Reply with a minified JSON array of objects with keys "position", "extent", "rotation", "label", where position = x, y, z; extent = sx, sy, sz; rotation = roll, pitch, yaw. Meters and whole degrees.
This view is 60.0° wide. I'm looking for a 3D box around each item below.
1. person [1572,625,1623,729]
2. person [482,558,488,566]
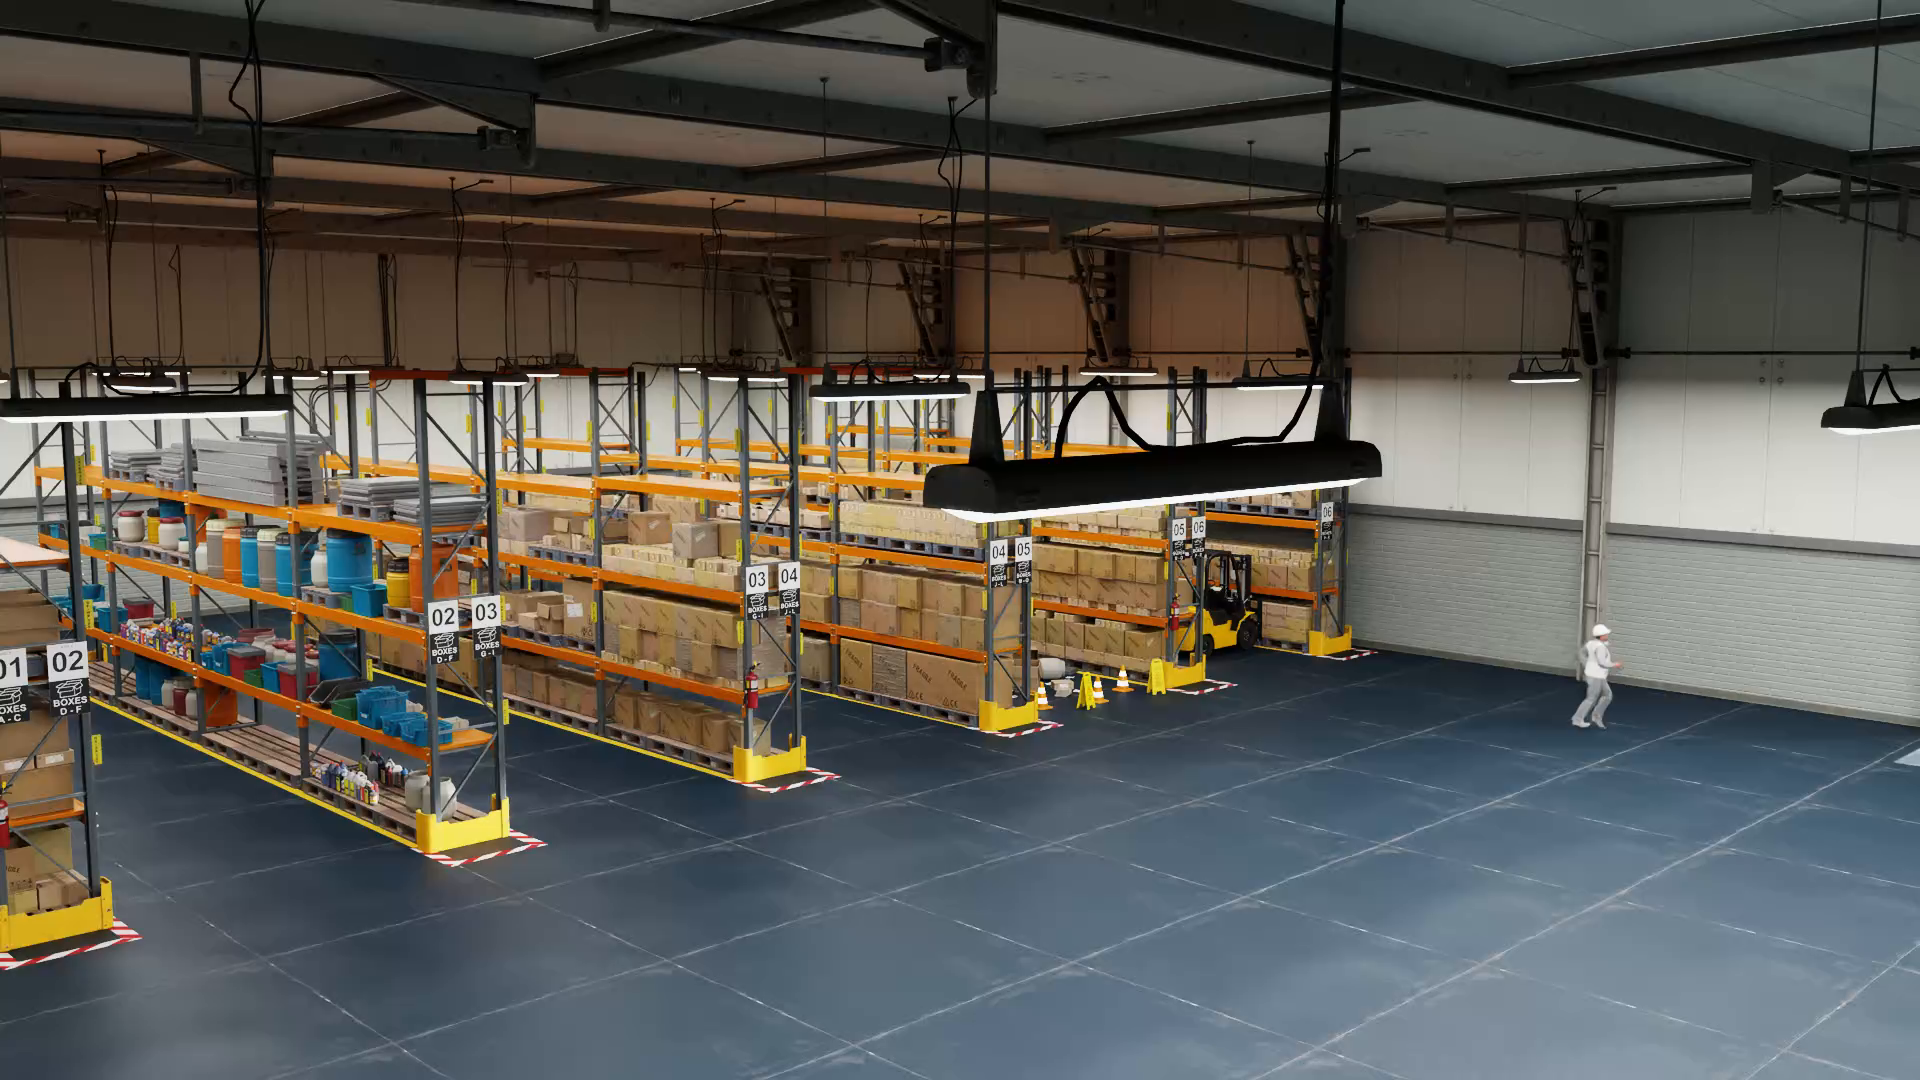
[{"position":[10.699,2.318,27.918],"extent":[0.772,1.813,0.609],"rotation":[1,7,13],"label":"person"},{"position":[-10.792,1.233,37.531],"extent":[0.713,1.783,0.852],"rotation":[-4,8,-34],"label":"person"}]
